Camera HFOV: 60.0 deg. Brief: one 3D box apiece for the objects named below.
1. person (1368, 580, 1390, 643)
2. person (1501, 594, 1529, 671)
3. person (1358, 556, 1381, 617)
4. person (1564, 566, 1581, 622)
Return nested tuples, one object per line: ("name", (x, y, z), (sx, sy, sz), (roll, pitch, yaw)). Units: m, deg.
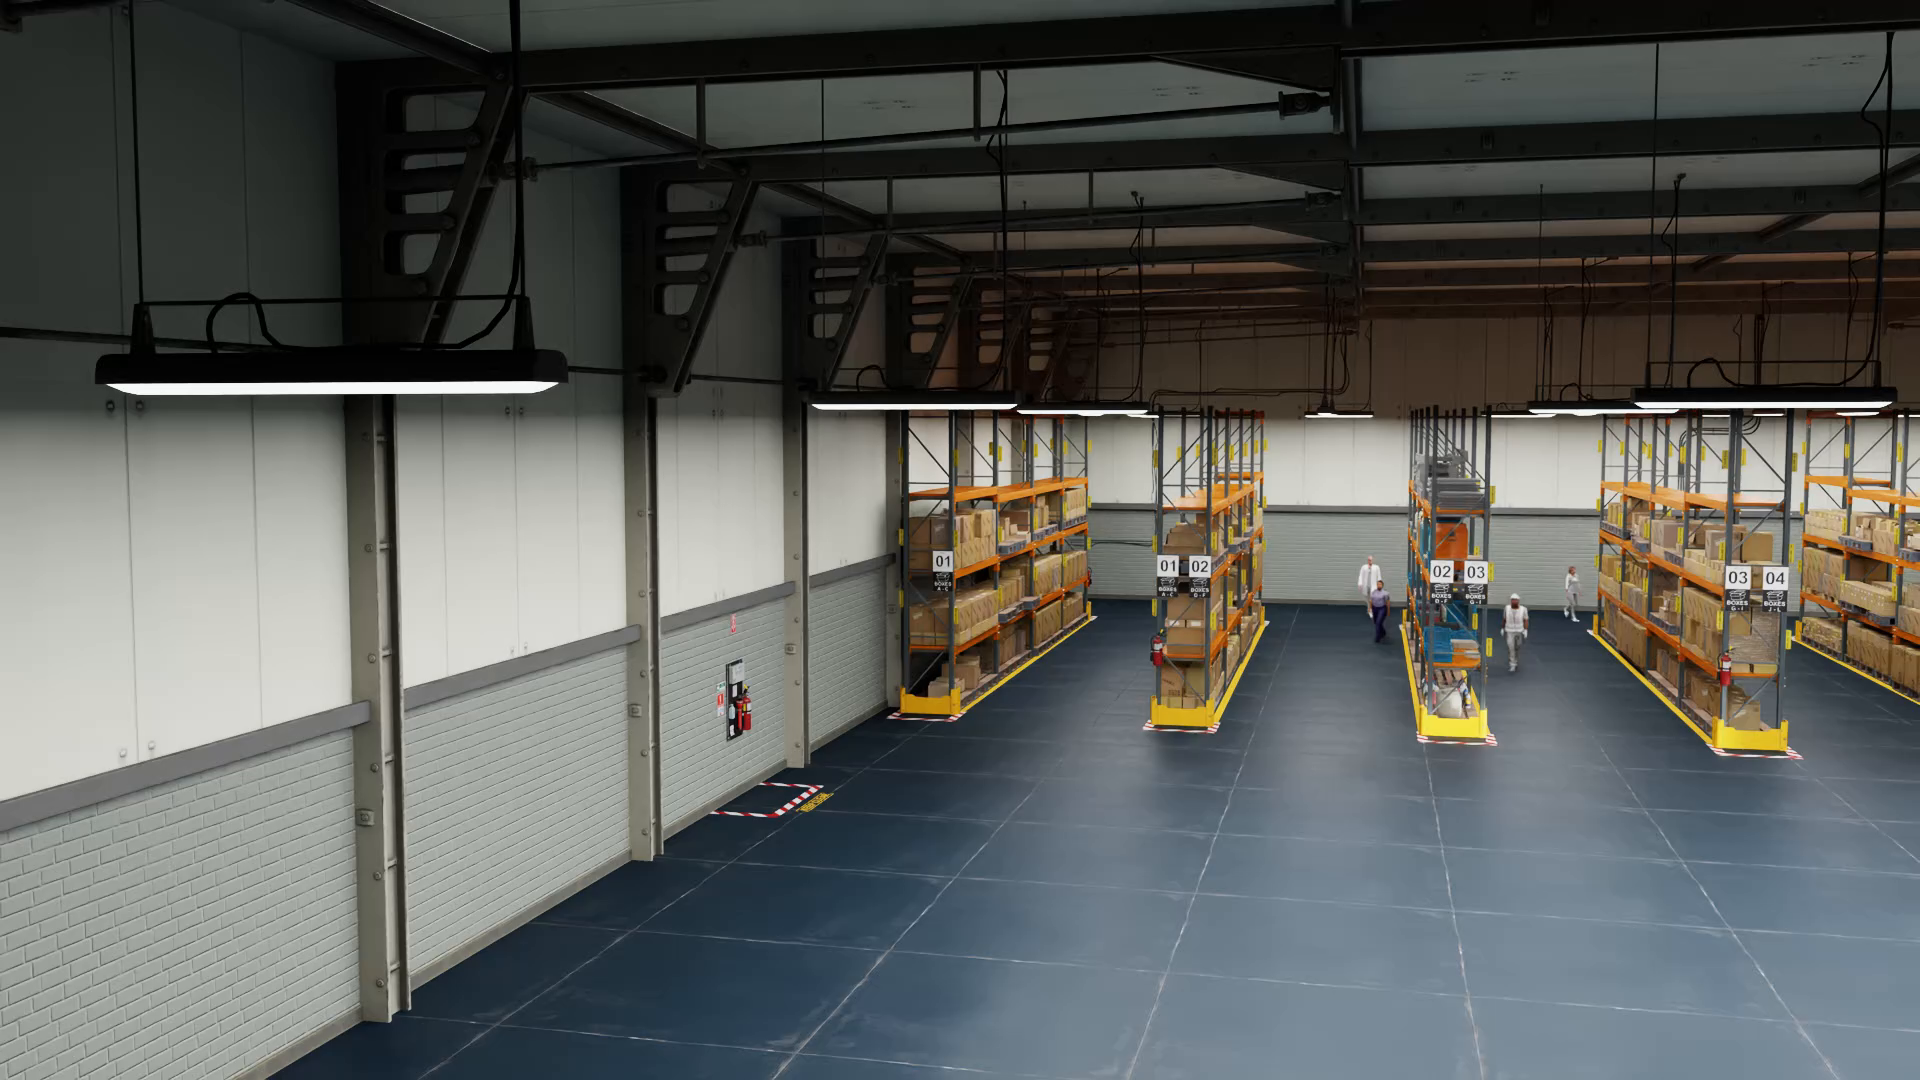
("person", (10.871, 1.823, 43.001), (0.497, 1.592, 1.006), (4, 6, 42))
("person", (12.763, 2.094, 38.147), (0.523, 1.722, 1.054), (0, 4, 5))
("person", (11.969, 1.345, 48.626), (0.639, 1.724, 1.060), (2, 5, 26))
("person", (17.469, 1.518, 47.499), (0.435, 1.583, 0.665), (-1, 4, -18))
